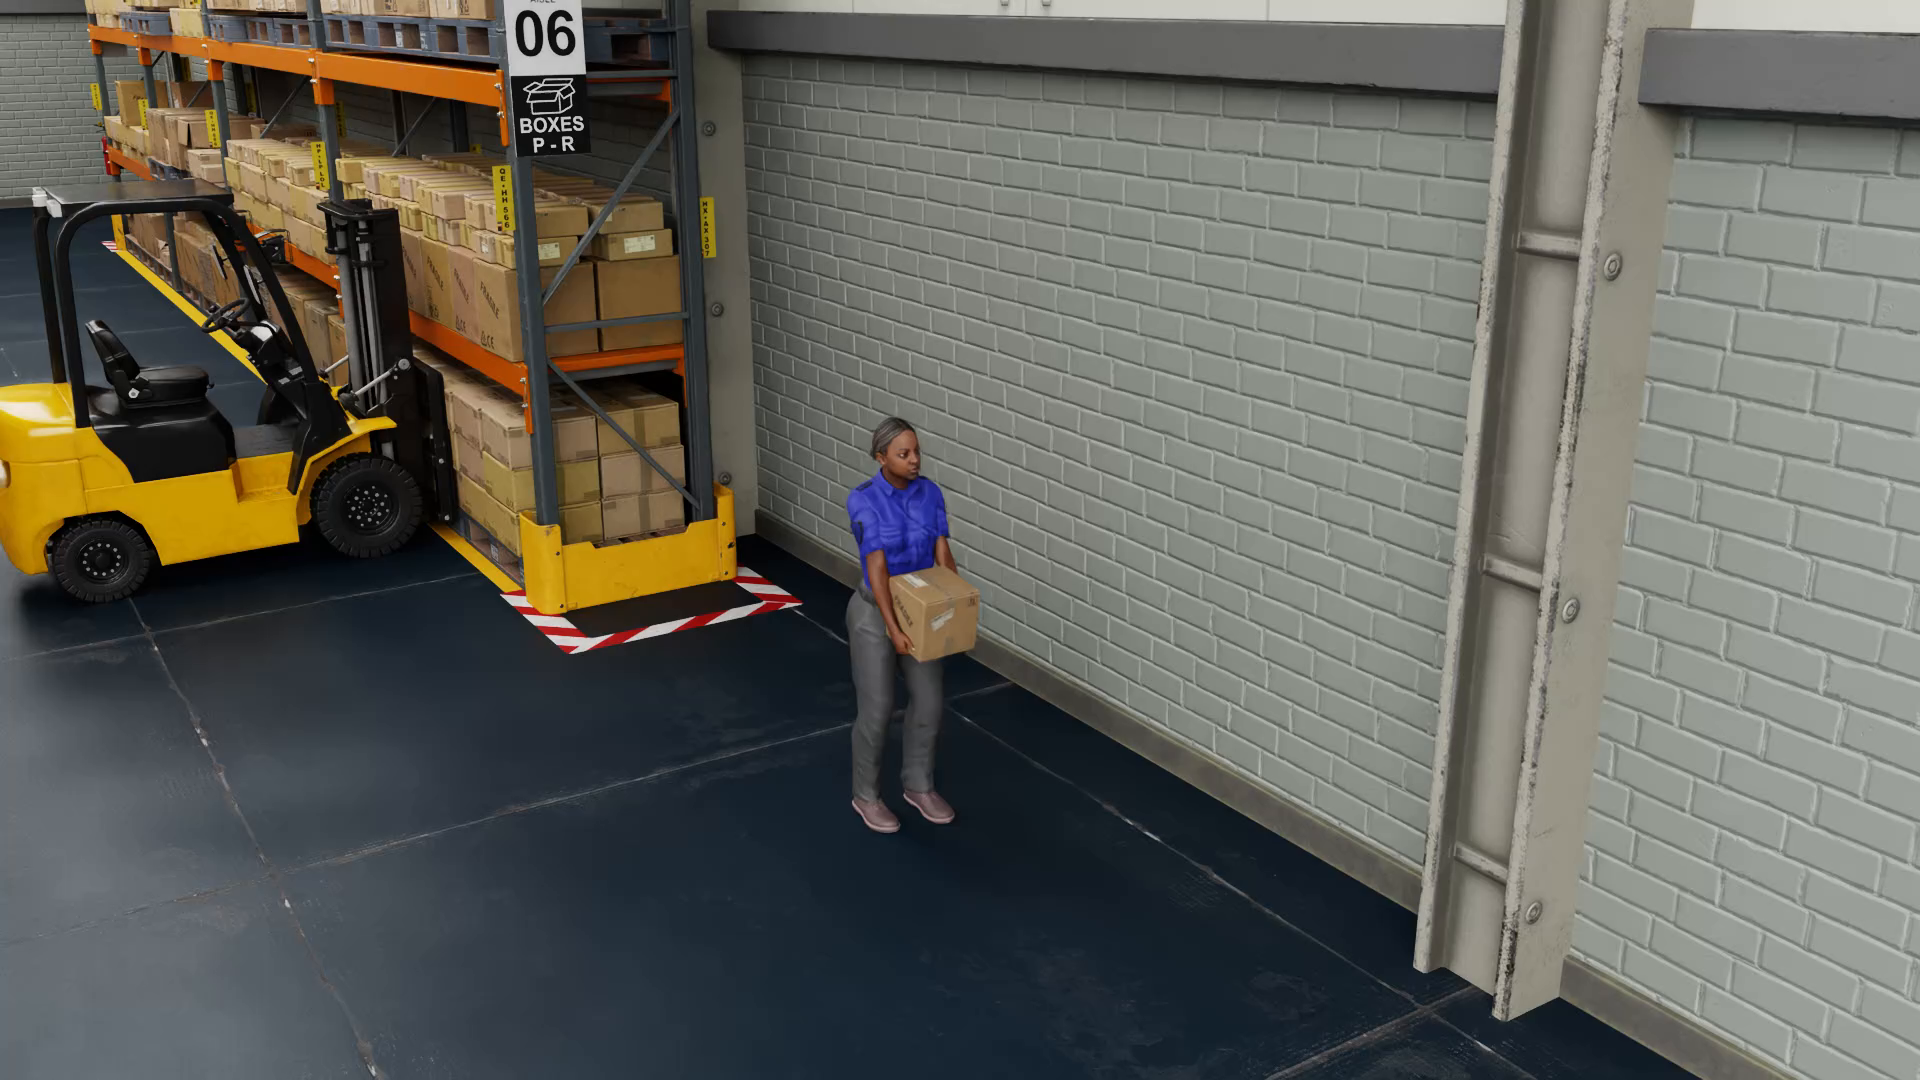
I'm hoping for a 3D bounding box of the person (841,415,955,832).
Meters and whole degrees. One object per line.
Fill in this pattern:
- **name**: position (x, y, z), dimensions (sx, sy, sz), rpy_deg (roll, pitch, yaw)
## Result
- **person**: position (-0.212, 0.345, 6.532), dimensions (0.450, 1.646, 0.523), rpy_deg (-11, 21, -31)
